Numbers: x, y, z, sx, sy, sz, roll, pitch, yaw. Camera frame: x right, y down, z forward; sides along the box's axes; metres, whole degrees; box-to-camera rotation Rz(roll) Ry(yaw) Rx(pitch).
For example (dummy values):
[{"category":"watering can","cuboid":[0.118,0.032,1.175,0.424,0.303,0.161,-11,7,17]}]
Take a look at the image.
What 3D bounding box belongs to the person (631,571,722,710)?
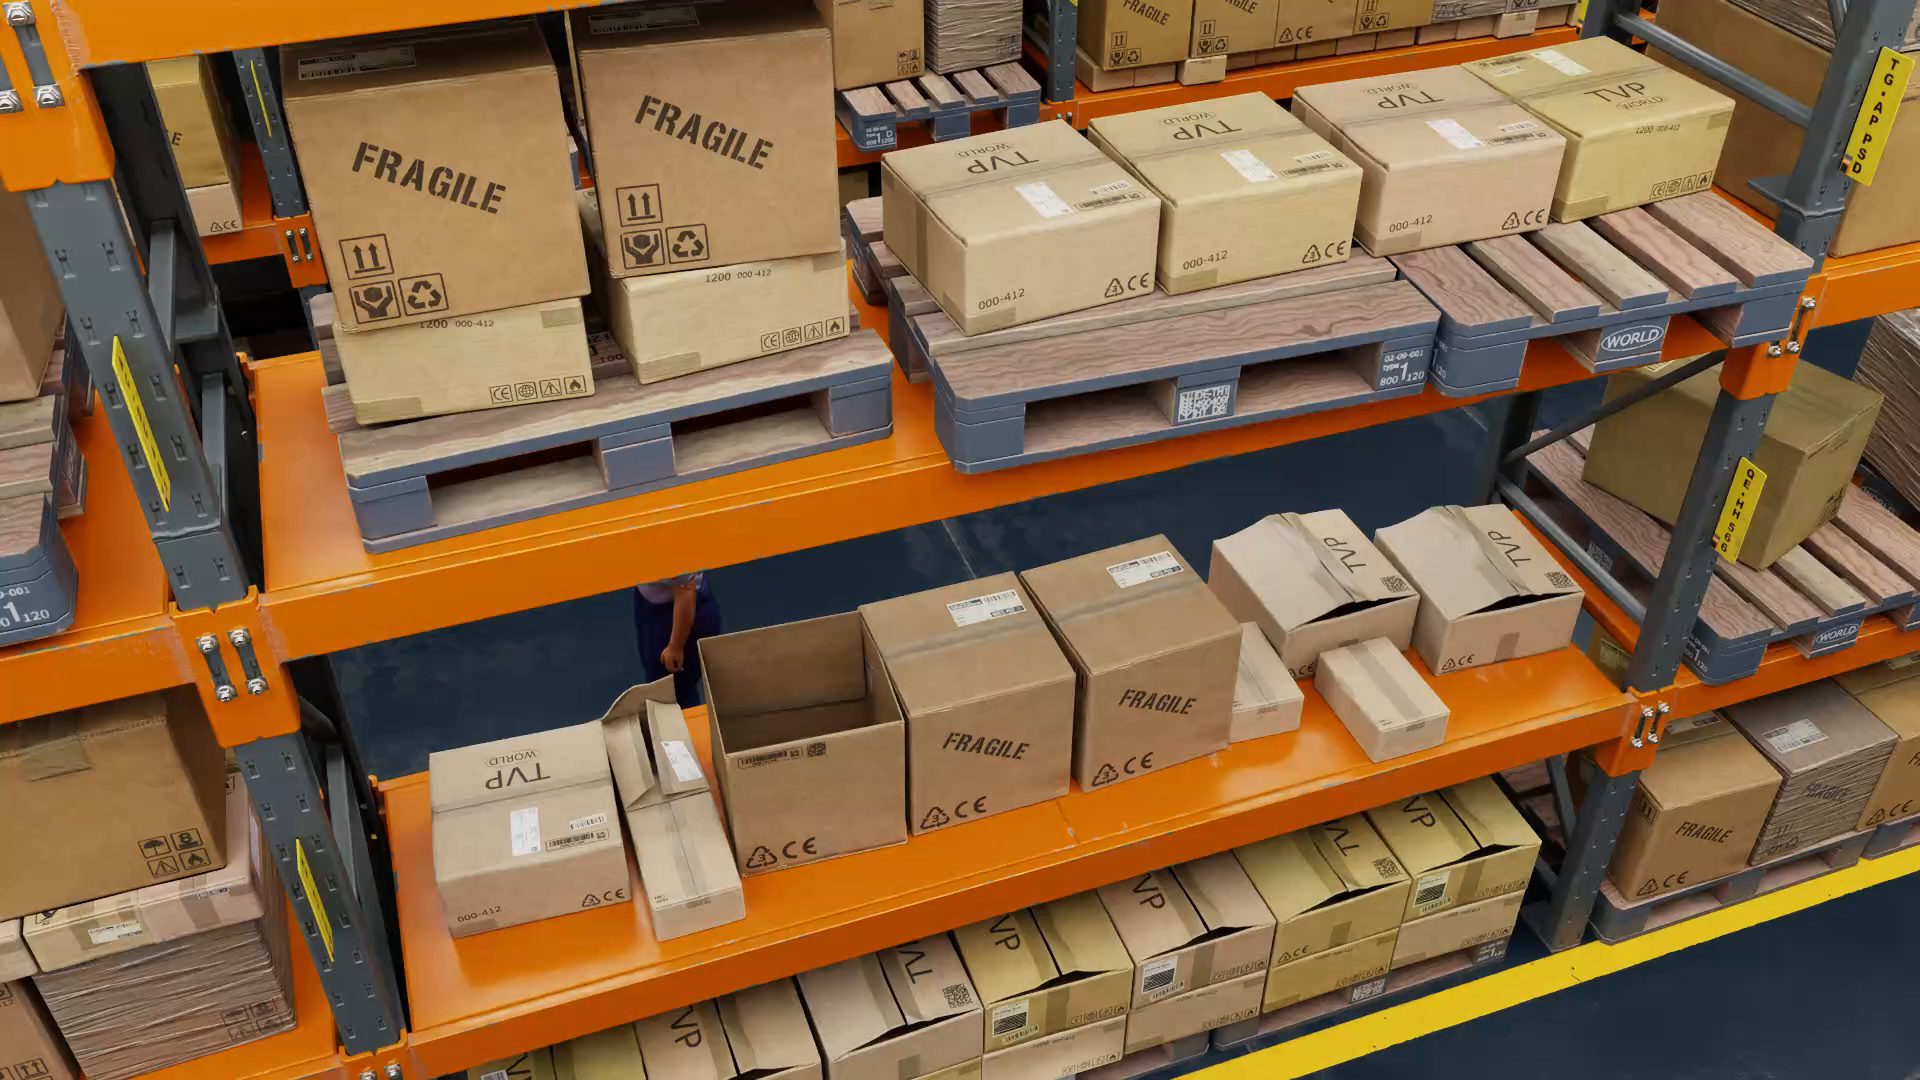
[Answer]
[{"category":"person","cuboid":[-1.152,0.279,6.431,0.415,1.651,0.546,-13,40,-16]}]
